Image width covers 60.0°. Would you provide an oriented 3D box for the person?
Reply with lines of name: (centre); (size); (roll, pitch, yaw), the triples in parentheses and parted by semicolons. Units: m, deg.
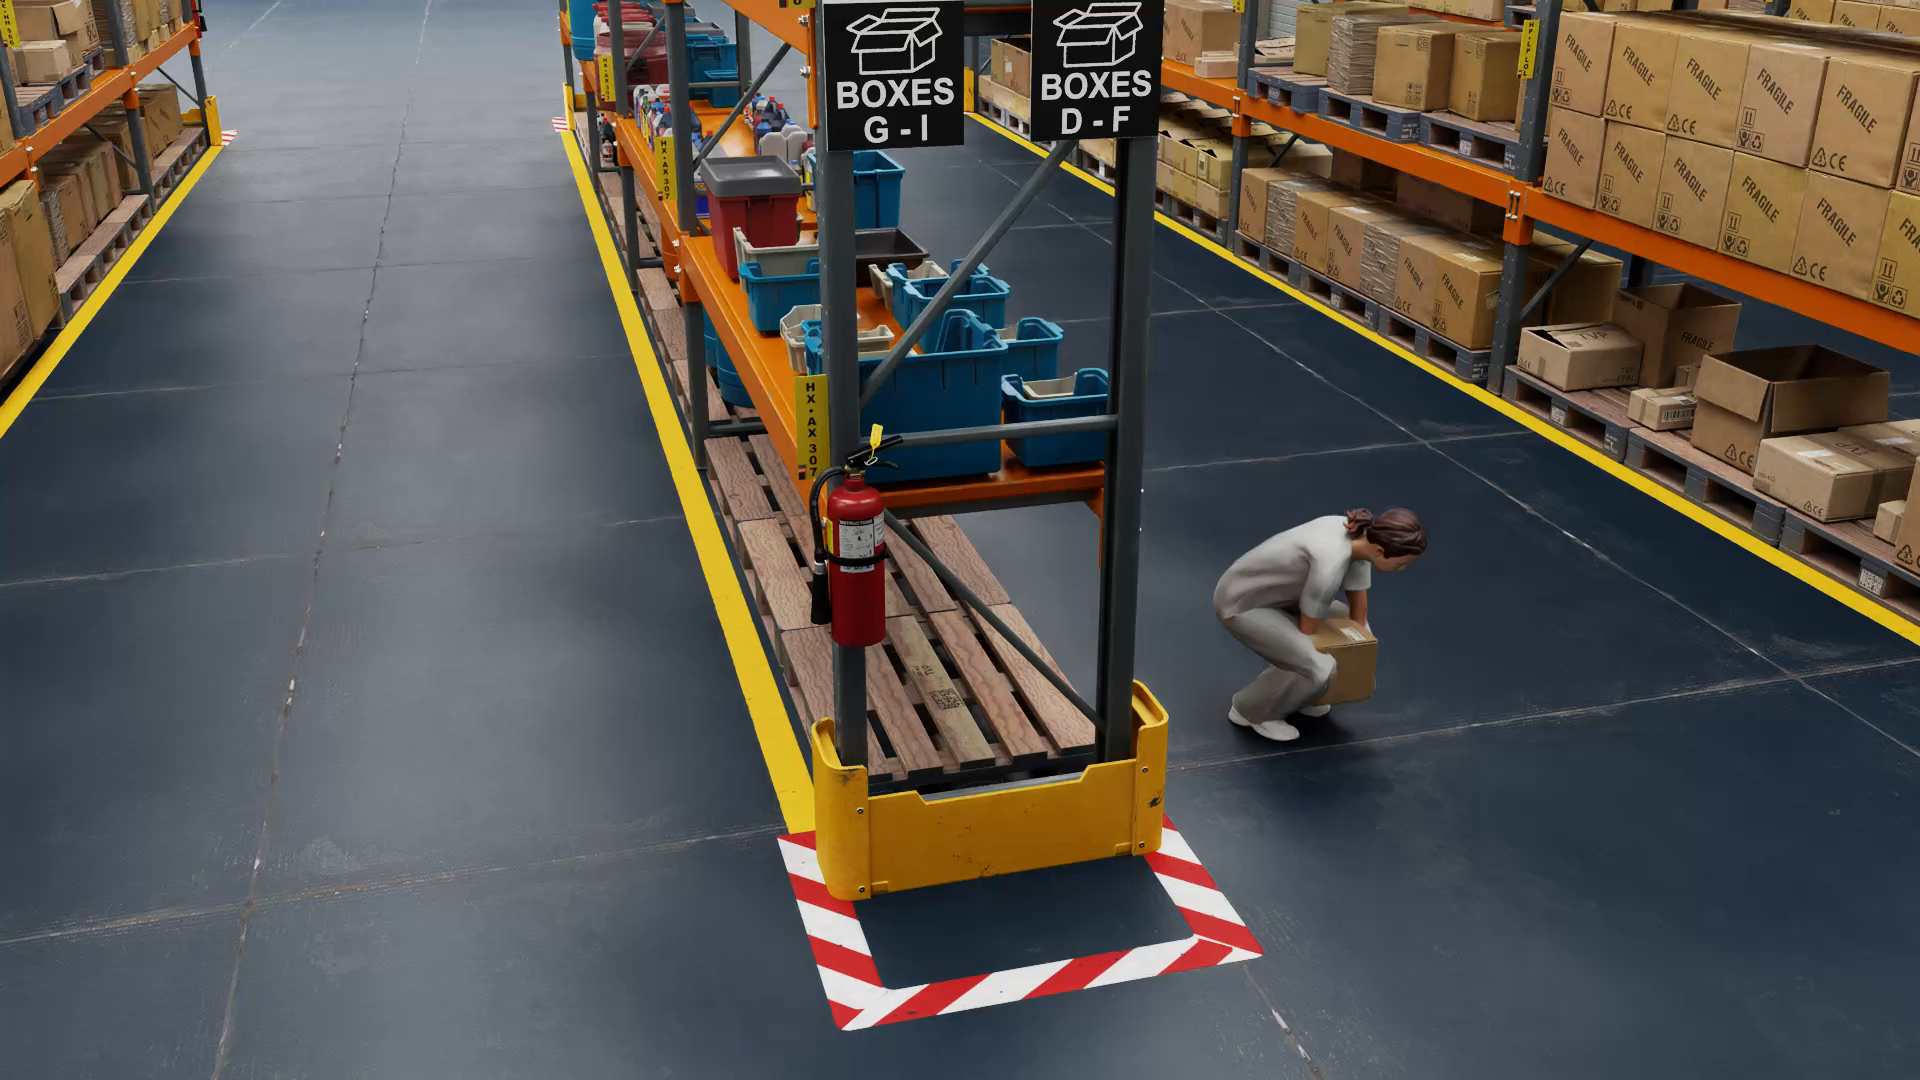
person: (1.349, 0.285, 6.327); (0.774, 0.979, 0.459); (16, 28, 33)
